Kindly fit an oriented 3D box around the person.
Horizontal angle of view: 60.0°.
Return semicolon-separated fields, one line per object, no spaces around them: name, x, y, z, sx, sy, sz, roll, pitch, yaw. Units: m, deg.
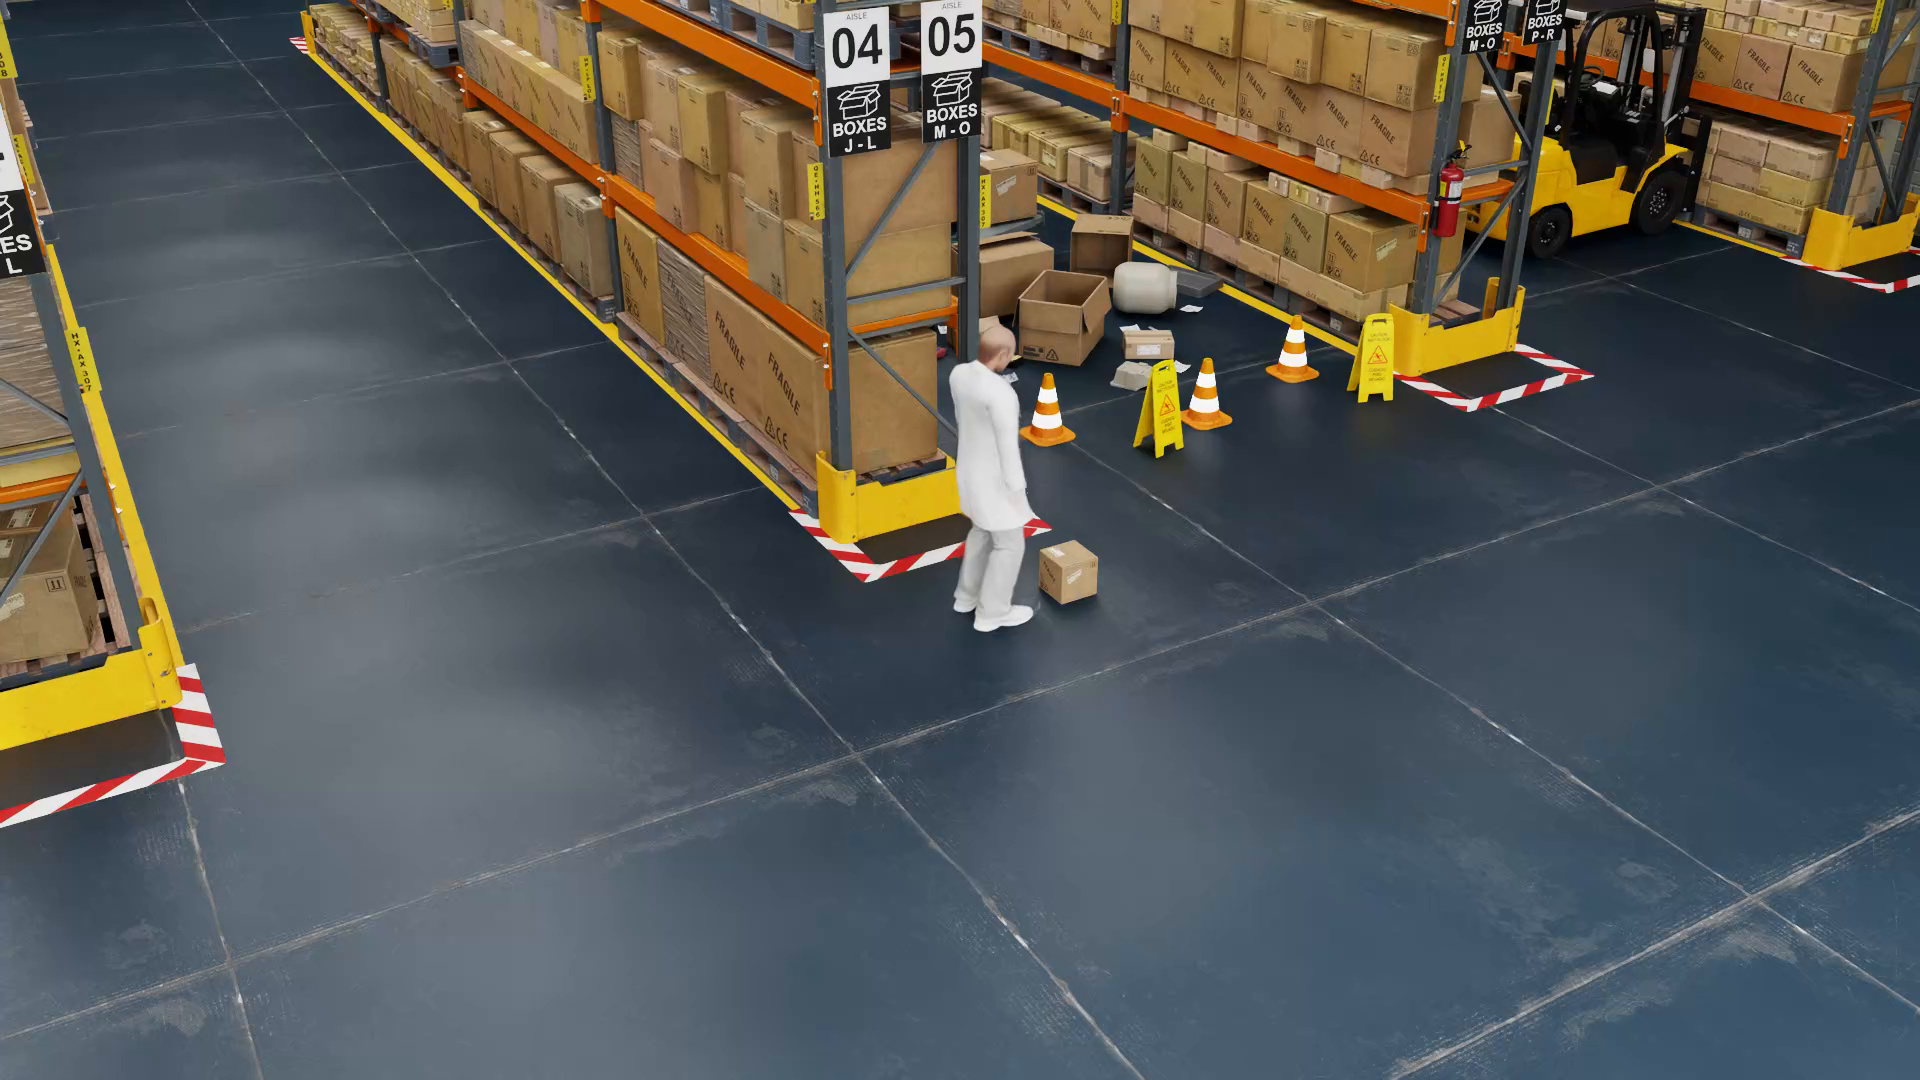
person;0.174;-0.347;9.269;0.378;1.742;0.572;-15;32;-25
